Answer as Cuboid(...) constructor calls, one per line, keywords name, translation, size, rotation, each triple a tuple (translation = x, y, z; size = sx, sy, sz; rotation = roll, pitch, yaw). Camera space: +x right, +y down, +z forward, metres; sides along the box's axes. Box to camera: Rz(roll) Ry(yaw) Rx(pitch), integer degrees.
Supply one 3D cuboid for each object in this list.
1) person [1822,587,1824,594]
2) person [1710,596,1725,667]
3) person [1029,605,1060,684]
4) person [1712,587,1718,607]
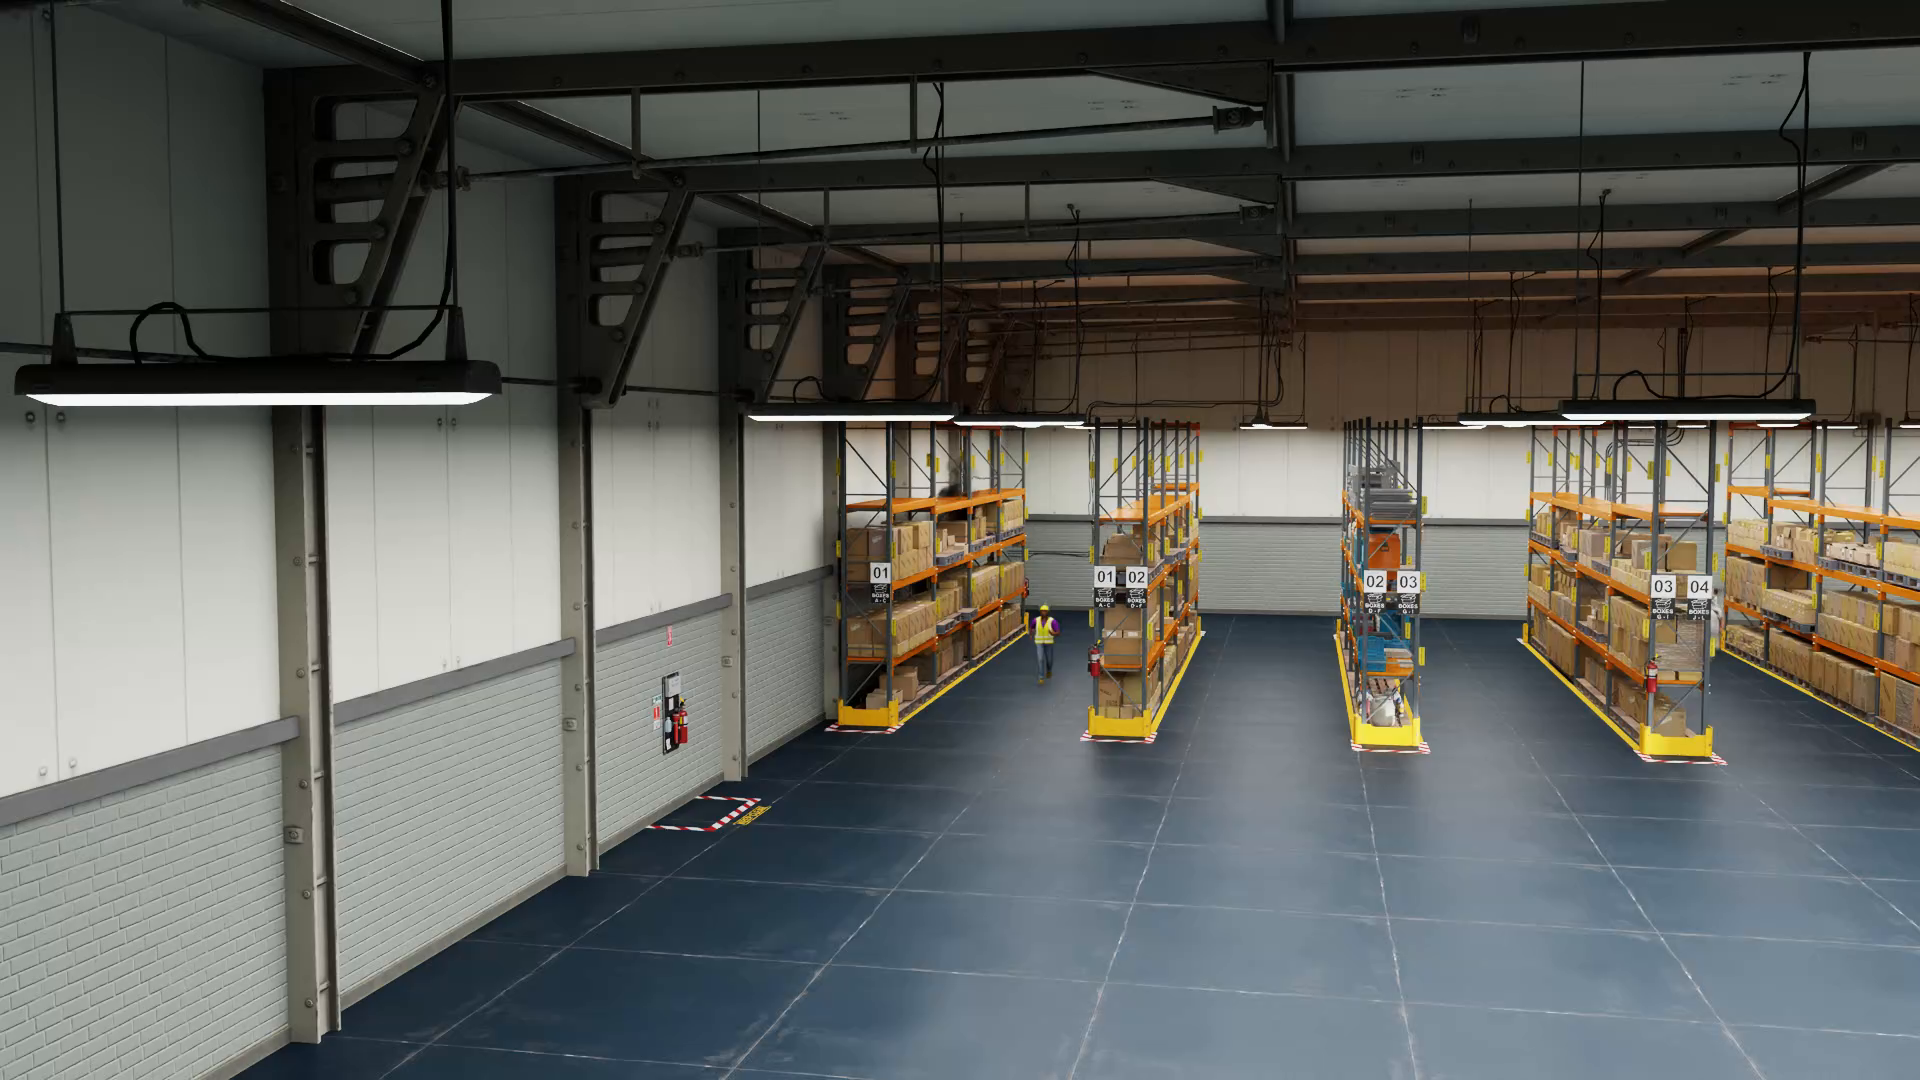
Cuboid(name="person", translation=(22.219, 2.072, 42.982), size=(0.670, 1.750, 0.914), rotation=(0, 4, 5))
Cuboid(name="person", translation=(18.312, 2.229, 40.592), size=(0.666, 1.746, 0.527), rotation=(1, 4, 16))
Cuboid(name="person", translation=(1.903, 2.346, 37.578), size=(0.710, 1.743, 0.968), rotation=(0, 4, 6))
Cuboid(name="person", translation=(20.478, 2.035, 45.465), size=(0.583, 1.525, 0.630), rotation=(1, 4, 18))
